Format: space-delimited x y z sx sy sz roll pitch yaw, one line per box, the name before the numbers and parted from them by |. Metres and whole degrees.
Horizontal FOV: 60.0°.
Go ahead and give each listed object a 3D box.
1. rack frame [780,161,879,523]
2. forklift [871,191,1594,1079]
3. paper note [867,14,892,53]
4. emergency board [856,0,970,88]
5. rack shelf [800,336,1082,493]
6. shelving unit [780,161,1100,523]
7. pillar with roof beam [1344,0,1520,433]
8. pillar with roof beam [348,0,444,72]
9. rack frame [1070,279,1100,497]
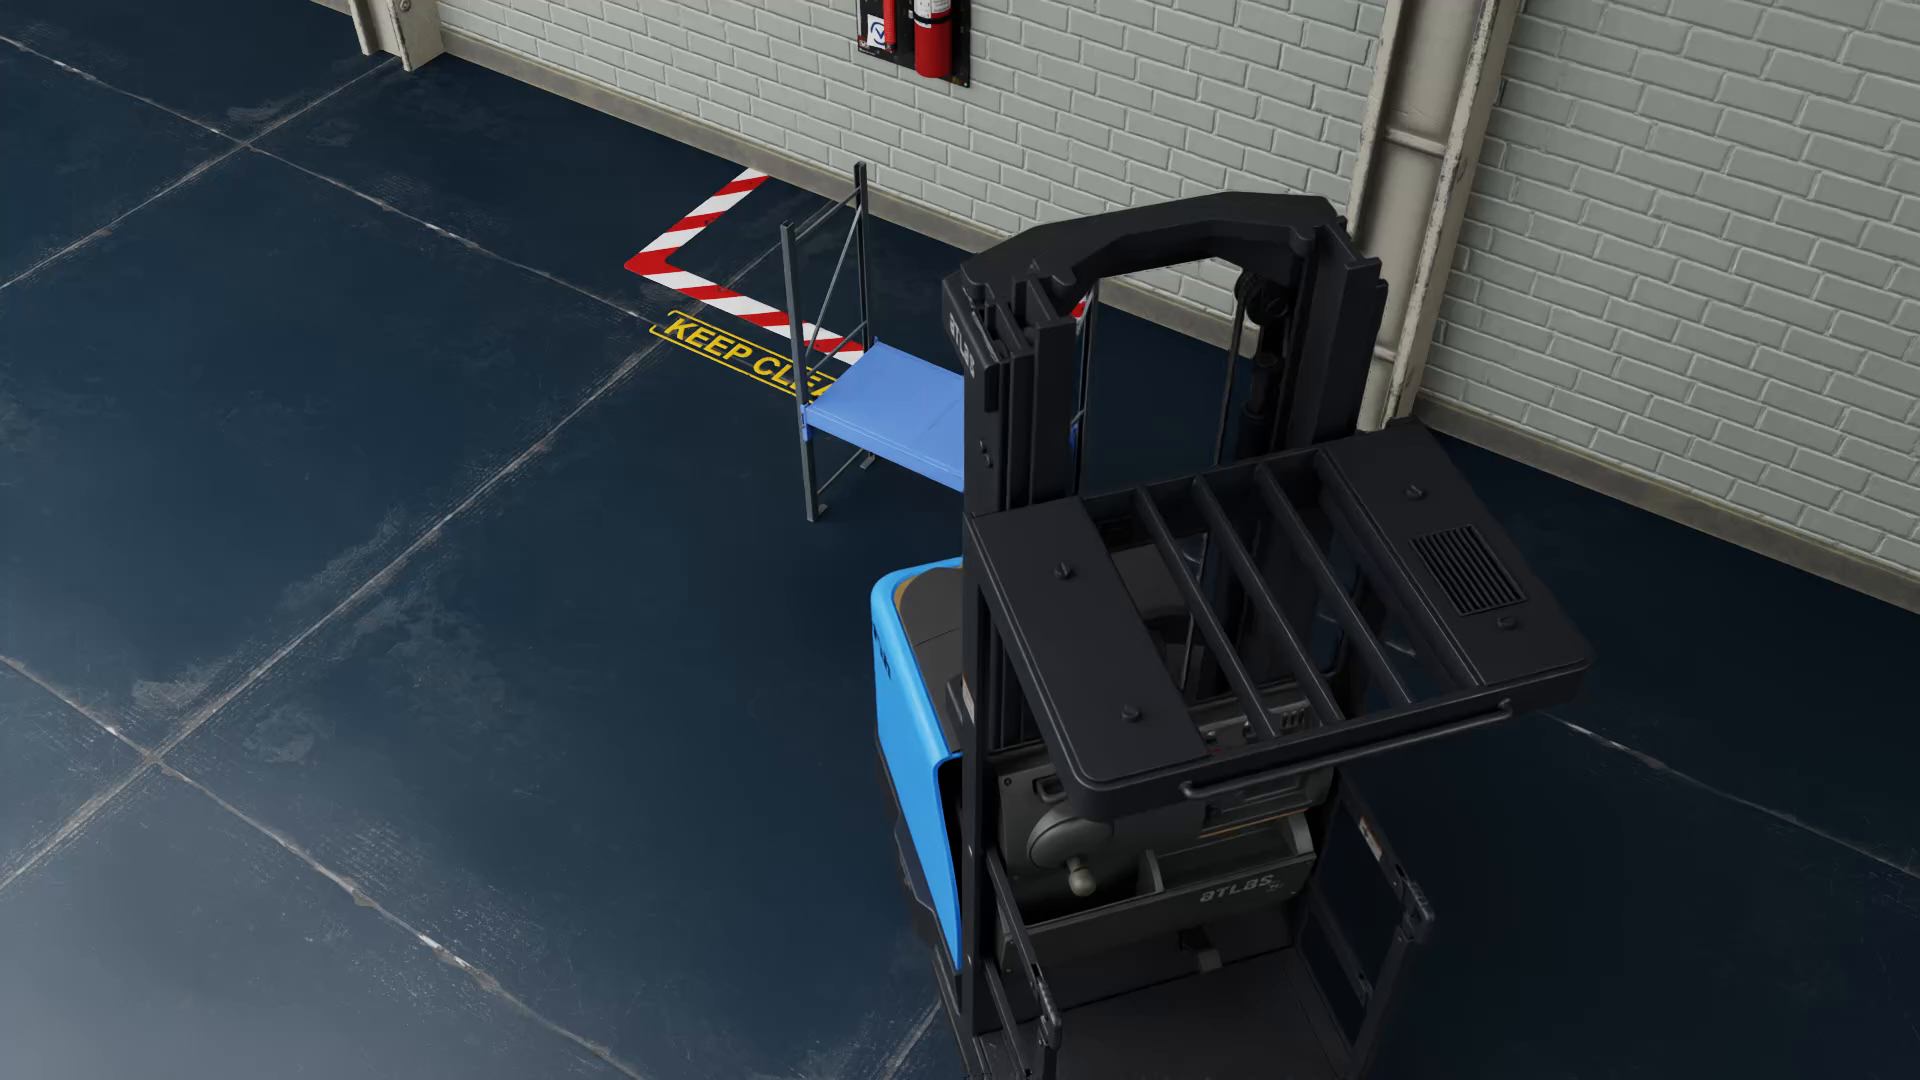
rack frame | -0.500 -0.753 6.657 0.032 1.500 0.500 25 51 22
forklift | 0.612 0.753 4.197 1.130 2.935 3.031 -12 47 -12
paper note | -0.376 -2.377 7.805 0.142 0.148 0.016 25 51 22
emergency board | -0.265 -2.574 7.382 0.643 1.169 0.194 25 51 22
rack shelf | -0.072 -0.430 6.595 1.000 0.185 0.538 25 51 22
shelving unit | -0.072 -0.556 6.466 1.048 1.500 0.538 25 51 22
pillar with roof beam | -0.529 -1.086 1.753 0.400 9.000 9.100 25 51 22
pillar with roof beam | -5.580 -3.409 4.010 0.400 9.000 9.100 25 51 22
rack frame | 0.356 -0.359 6.275 0.032 1.500 0.500 25 51 22
